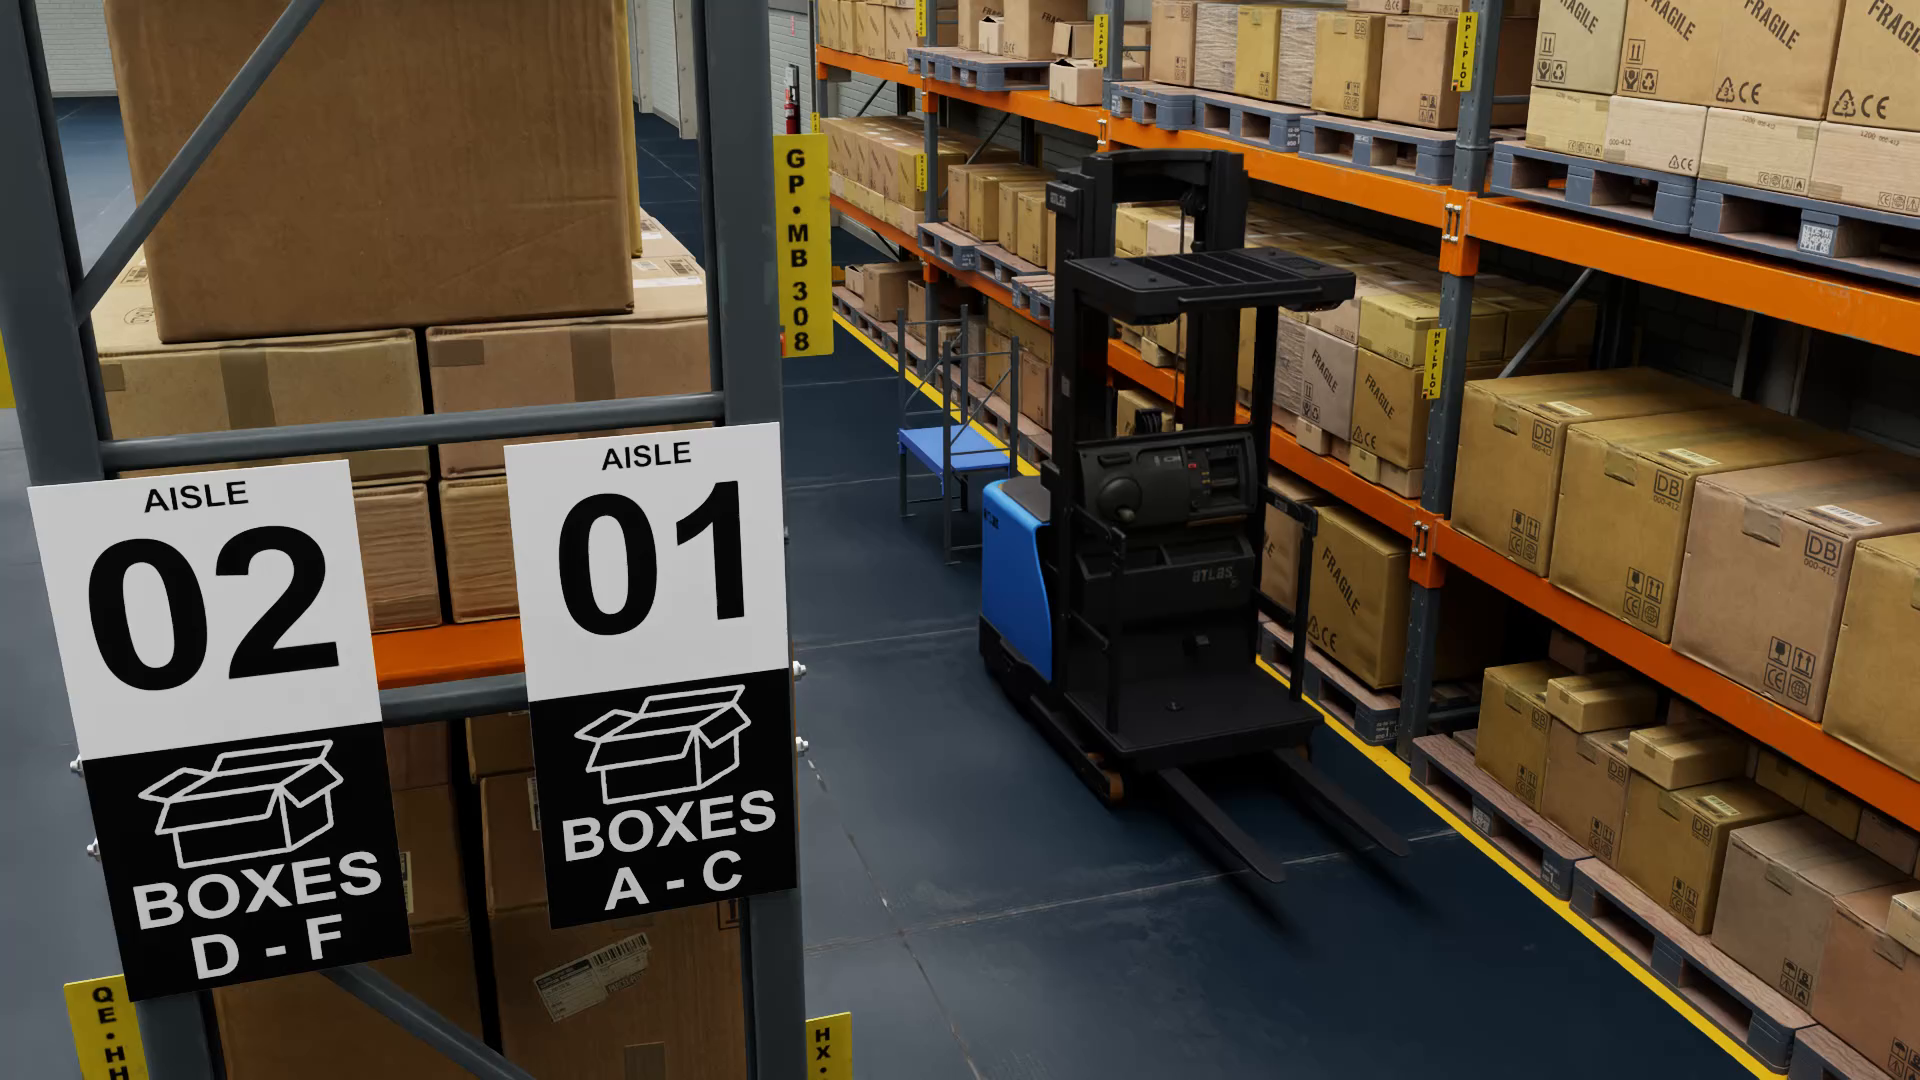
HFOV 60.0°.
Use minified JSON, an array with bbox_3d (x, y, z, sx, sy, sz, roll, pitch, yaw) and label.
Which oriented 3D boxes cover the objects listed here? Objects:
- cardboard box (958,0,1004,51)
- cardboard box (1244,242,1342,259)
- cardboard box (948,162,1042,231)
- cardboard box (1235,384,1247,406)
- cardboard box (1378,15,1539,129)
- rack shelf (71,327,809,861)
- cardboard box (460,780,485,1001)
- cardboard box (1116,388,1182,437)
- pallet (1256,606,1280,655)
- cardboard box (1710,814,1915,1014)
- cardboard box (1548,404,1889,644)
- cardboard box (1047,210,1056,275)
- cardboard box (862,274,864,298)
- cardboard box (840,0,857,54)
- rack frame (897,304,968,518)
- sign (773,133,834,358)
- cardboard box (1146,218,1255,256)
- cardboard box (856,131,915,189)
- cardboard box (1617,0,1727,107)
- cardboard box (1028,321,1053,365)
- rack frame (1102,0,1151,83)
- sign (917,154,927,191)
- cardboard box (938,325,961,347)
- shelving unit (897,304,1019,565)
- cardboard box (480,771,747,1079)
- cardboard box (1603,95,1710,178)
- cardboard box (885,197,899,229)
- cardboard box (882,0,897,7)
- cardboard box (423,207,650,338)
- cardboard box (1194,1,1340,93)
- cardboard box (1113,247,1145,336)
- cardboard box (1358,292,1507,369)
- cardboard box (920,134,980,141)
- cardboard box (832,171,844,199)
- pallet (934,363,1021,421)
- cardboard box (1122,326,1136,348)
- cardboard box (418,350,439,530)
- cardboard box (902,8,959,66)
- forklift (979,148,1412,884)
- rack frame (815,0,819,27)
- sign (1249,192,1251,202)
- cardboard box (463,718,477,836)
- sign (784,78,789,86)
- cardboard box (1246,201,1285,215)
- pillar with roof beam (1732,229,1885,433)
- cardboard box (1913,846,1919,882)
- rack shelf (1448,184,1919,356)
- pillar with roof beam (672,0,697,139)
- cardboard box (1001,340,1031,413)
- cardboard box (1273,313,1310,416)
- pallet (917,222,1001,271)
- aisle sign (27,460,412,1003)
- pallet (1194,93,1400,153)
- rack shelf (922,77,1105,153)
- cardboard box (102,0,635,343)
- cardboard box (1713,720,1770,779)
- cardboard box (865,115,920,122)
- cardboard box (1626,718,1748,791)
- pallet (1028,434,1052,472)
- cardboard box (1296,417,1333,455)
[{"bbox_3d":[0.272,-4.400,14.022,0.500,0.500,0.500,-3,20,-9],"label":"cardboard box"},{"bbox_3d":[1.828,-1.525,9.497,0.500,0.250,0.500,-7,21,-18],"label":"cardboard box"},{"bbox_3d":[0.303,-3.015,14.573,0.700,0.500,0.500,-6,21,-17],"label":"cardboard box"},{"bbox_3d":[1.809,-0.914,9.865,0.380,0.149,0.250,-6,21,-17],"label":"cardboard box"},{"bbox_3d":[2.518,-2.320,8.202,0.700,0.500,0.500,-8,21,-20],"label":"cardboard box"},{"bbox_3d":[-1.383,-0.264,4.341,1.077,0.370,4.000,-6,21,-17],"label":"rack shelf"},{"bbox_3d":[-1.471,0.962,4.152,0.500,0.500,0.500,-6,21,-17],"label":"cardboard box"},{"bbox_3d":[1.540,-0.580,11.152,0.750,0.750,0.750,-7,21,-18],"label":"cardboard box"},{"bbox_3d":[1.989,0.320,10.212,1.003,0.211,1.213,-6,21,-17],"label":"pallet"},{"bbox_3d":[3.316,1.366,6.252,0.700,0.500,0.500,-7,21,-19],"label":"cardboard box"},{"bbox_3d":[3.070,-0.091,6.788,0.980,0.700,0.700,-7,21,-19],"label":"cardboard box"},{"bbox_3d":[1.074,-2.224,12.373,0.700,0.500,0.500,-8,21,-22],"label":"cardboard box"},{"bbox_3d":[-0.770,-2.738,17.929,0.500,0.311,0.500,-5,20,-13],"label":"cardboard box"},{"bbox_3d":[-0.912,-5.203,16.850,0.500,0.500,0.500,-5,20,-15],"label":"cardboard box"},{"bbox_3d":[-0.187,-0.896,11.693,0.500,1.500,0.032,-6,21,-17],"label":"rack frame"},{"bbox_3d":[-0.239,-0.430,2.445,0.100,0.325,0.005,-6,21,-17],"label":"sign"},{"bbox_3d":[1.501,-1.848,10.397,0.500,0.250,0.500,-7,21,-18],"label":"cardboard box"},{"bbox_3d":[-0.741,-3.827,16.717,0.500,0.500,0.500,-6,21,-16],"label":"cardboard box"},{"bbox_3d":[2.816,-1.876,6.108,0.500,0.500,0.500,-7,21,-18],"label":"cardboard box"},{"bbox_3d":[0.871,-1.607,13.391,0.500,0.250,0.500,-6,21,-17],"label":"cardboard box"},{"bbox_3d":[1.433,-4.467,10.542,1.000,3.000,0.127,-6,21,-17],"label":"rack frame"},{"bbox_3d":[-0.337,-3.275,14.816,0.100,0.325,0.005,-6,21,-17],"label":"sign"},{"bbox_3d":[-0.021,-1.970,16.003,0.380,0.166,0.250,-9,22,-24],"label":"cardboard box"},{"bbox_3d":[-0.027,-0.733,11.239,0.538,1.500,1.048,-6,21,-17],"label":"shelving unit"},{"bbox_3d":[-0.643,0.763,3.228,0.500,0.500,0.500,-6,21,-16],"label":"cardboard box"},{"bbox_3d":[2.804,-1.531,6.258,0.500,0.250,0.500,-7,21,-18],"label":"cardboard box"},{"bbox_3d":[-0.410,-3.147,15.933,0.500,0.250,0.500,-6,21,-17],"label":"cardboard box"},{"bbox_3d":[-0.422,-5.174,15.290,0.500,0.500,0.500,-5,20,-14],"label":"cardboard box"},{"bbox_3d":[-0.982,-0.639,3.803,0.500,0.250,0.500,-6,21,-17],"label":"cardboard box"},{"bbox_3d":[1.856,-2.996,10.083,0.700,0.500,0.500,-8,21,-20],"label":"cardboard box"},{"bbox_3d":[1.343,-1.657,10.975,0.500,0.500,0.500,-6,21,-16],"label":"cardboard box"},{"bbox_3d":[2.301,-1.032,8.126,0.500,0.250,0.500,-6,21,-16],"label":"cardboard box"},{"bbox_3d":[-0.084,-3.719,16.417,0.500,0.500,0.500,-6,21,-16],"label":"cardboard box"},{"bbox_3d":[-1.053,-3.794,17.736,0.500,0.250,0.500,-7,21,-19],"label":"cardboard box"},{"bbox_3d":[0.422,-1.365,14.906,1.003,0.211,1.213,-6,21,-17],"label":"pallet"},{"bbox_3d":[1.317,-1.405,11.232,0.380,0.149,0.250,-7,21,-18],"label":"cardboard box"},{"bbox_3d":[-1.312,-0.189,3.289,0.500,0.250,0.500,-6,21,-17],"label":"cardboard box"},{"bbox_3d":[-0.218,-4.532,14.982,0.500,0.500,0.500,-6,21,-16],"label":"cardboard box"},{"bbox_3d":[1.089,-0.280,7.860,1.130,2.935,3.031,-7,21,-19],"label":"forklift"},{"bbox_3d":[-1.081,-7.034,17.689,1.000,3.000,0.127,-6,21,-17],"label":"rack frame"},{"bbox_3d":[1.959,-2.249,11.527,0.100,0.325,0.005,-6,21,-17],"label":"sign"},{"bbox_3d":[-1.283,0.583,5.207,0.500,0.500,0.500,-6,21,-16],"label":"cardboard box"},{"bbox_3d":[-2.750,-7.253,26.336,0.001,0.109,0.331,-6,21,-17],"label":"sign"},{"bbox_3d":[1.822,-2.075,11.030,0.500,0.250,0.500,-6,21,-16],"label":"cardboard box"},{"bbox_3d":[-0.355,-2.593,5.325,9.100,9.000,0.400,-6,21,-17],"label":"pillar with roof beam"},{"bbox_3d":[3.623,1.159,5.870,0.380,0.149,0.250,-6,21,-17],"label":"cardboard box"},{"bbox_3d":[3.319,-0.792,5.810,1.077,0.370,4.000,-6,21,-17],"label":"rack shelf"},{"bbox_3d":[-9.785,-12.221,32.128,9.100,9.000,0.400,-6,21,-17],"label":"pillar with roof beam"},{"bbox_3d":[0.755,-1.395,13.910,0.700,0.500,0.500,-6,21,-17],"label":"cardboard box"},{"bbox_3d":[1.986,-1.003,9.153,0.500,0.500,0.500,-6,21,-17],"label":"cardboard box"},{"bbox_3d":[0.278,-2.576,14.436,1.003,0.211,1.213,-6,21,-17],"label":"pallet"},{"bbox_3d":[-1.023,0.282,2.349,0.394,0.787,0.004,-6,21,-17],"label":"aisle sign"},{"bbox_3d":[2.040,-2.407,9.523,1.003,0.211,1.213,-5,20,-15],"label":"pallet"},{"bbox_3d":[0.804,-3.359,12.957,1.077,0.370,4.000,-6,21,-17],"label":"rack shelf"},{"bbox_3d":[-0.931,-0.642,2.701,0.700,0.500,0.500,-6,21,-17],"label":"cardboard box"},{"bbox_3d":[3.300,0.831,6.782,0.380,0.149,0.250,-6,21,-17],"label":"cardboard box"},{"bbox_3d":[-0.732,-4.374,18.240,0.500,0.500,0.500,-7,21,-18],"label":"cardboard box"},{"bbox_3d":[2.927,0.861,6.699,0.380,0.149,0.250,-7,21,-19],"label":"cardboard box"},{"bbox_3d":[1.189,-0.582,12.726,1.003,0.211,1.213,-6,21,-17],"label":"pallet"},{"bbox_3d":[2.036,-0.575,8.921,0.380,0.149,0.250,-6,21,-17],"label":"cardboard box"}]
